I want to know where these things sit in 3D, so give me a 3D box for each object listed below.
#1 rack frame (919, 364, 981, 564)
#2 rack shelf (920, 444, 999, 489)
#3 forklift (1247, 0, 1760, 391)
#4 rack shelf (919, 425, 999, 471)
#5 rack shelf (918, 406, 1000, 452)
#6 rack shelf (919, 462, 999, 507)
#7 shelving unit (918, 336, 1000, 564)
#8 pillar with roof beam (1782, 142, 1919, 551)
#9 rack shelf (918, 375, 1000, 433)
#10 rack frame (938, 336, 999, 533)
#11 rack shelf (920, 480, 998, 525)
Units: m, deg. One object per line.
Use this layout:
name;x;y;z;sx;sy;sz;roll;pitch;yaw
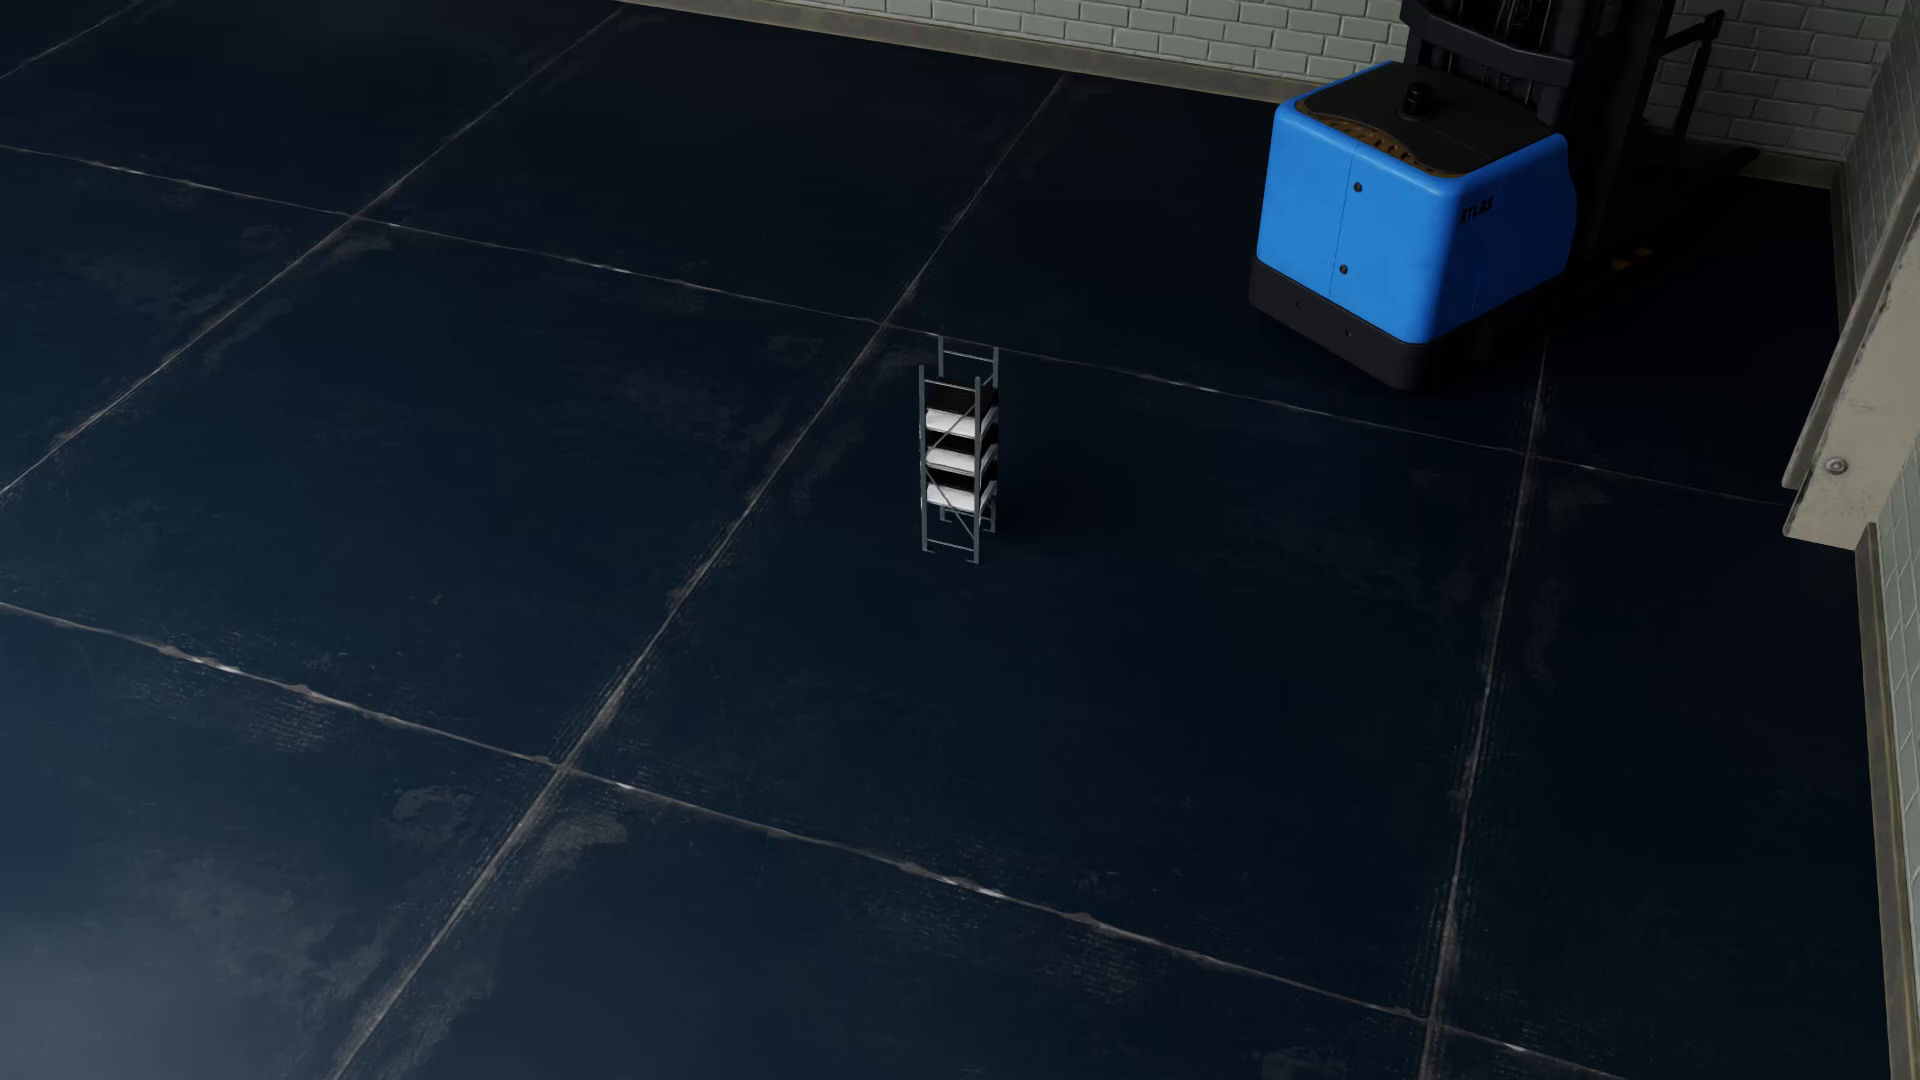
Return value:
rack frame;-0.038;-0.275;6.379;0.240;0.900;0.006;13;42;15
rack shelf;-0.003;-0.312;6.474;0.258;0.077;0.200;13;42;15
forklift;2.853;-2.572;7.506;3.031;2.935;1.130;-27;47;-28
rack shelf;-0.003;-0.381;6.415;0.258;0.077;0.200;13;42;15
rack shelf;-0.003;-0.449;6.357;0.258;0.077;0.200;13;42;15
rack shelf;-0.003;-0.244;6.532;0.258;0.077;0.200;13;42;15
shelving unit;-0.003;-0.337;6.452;0.258;0.900;0.210;13;42;15
pillar with roof beam;-0.482;-4.483;5.072;9.100;9.000;0.400;13;42;15
rack shelf;-0.003;-0.517;6.299;0.258;0.077;0.200;13;42;15
rack frame;0.032;-0.399;6.525;0.240;0.900;0.006;13;42;15
rack shelf;-0.003;-0.175;6.591;0.258;0.077;0.200;13;42;15
